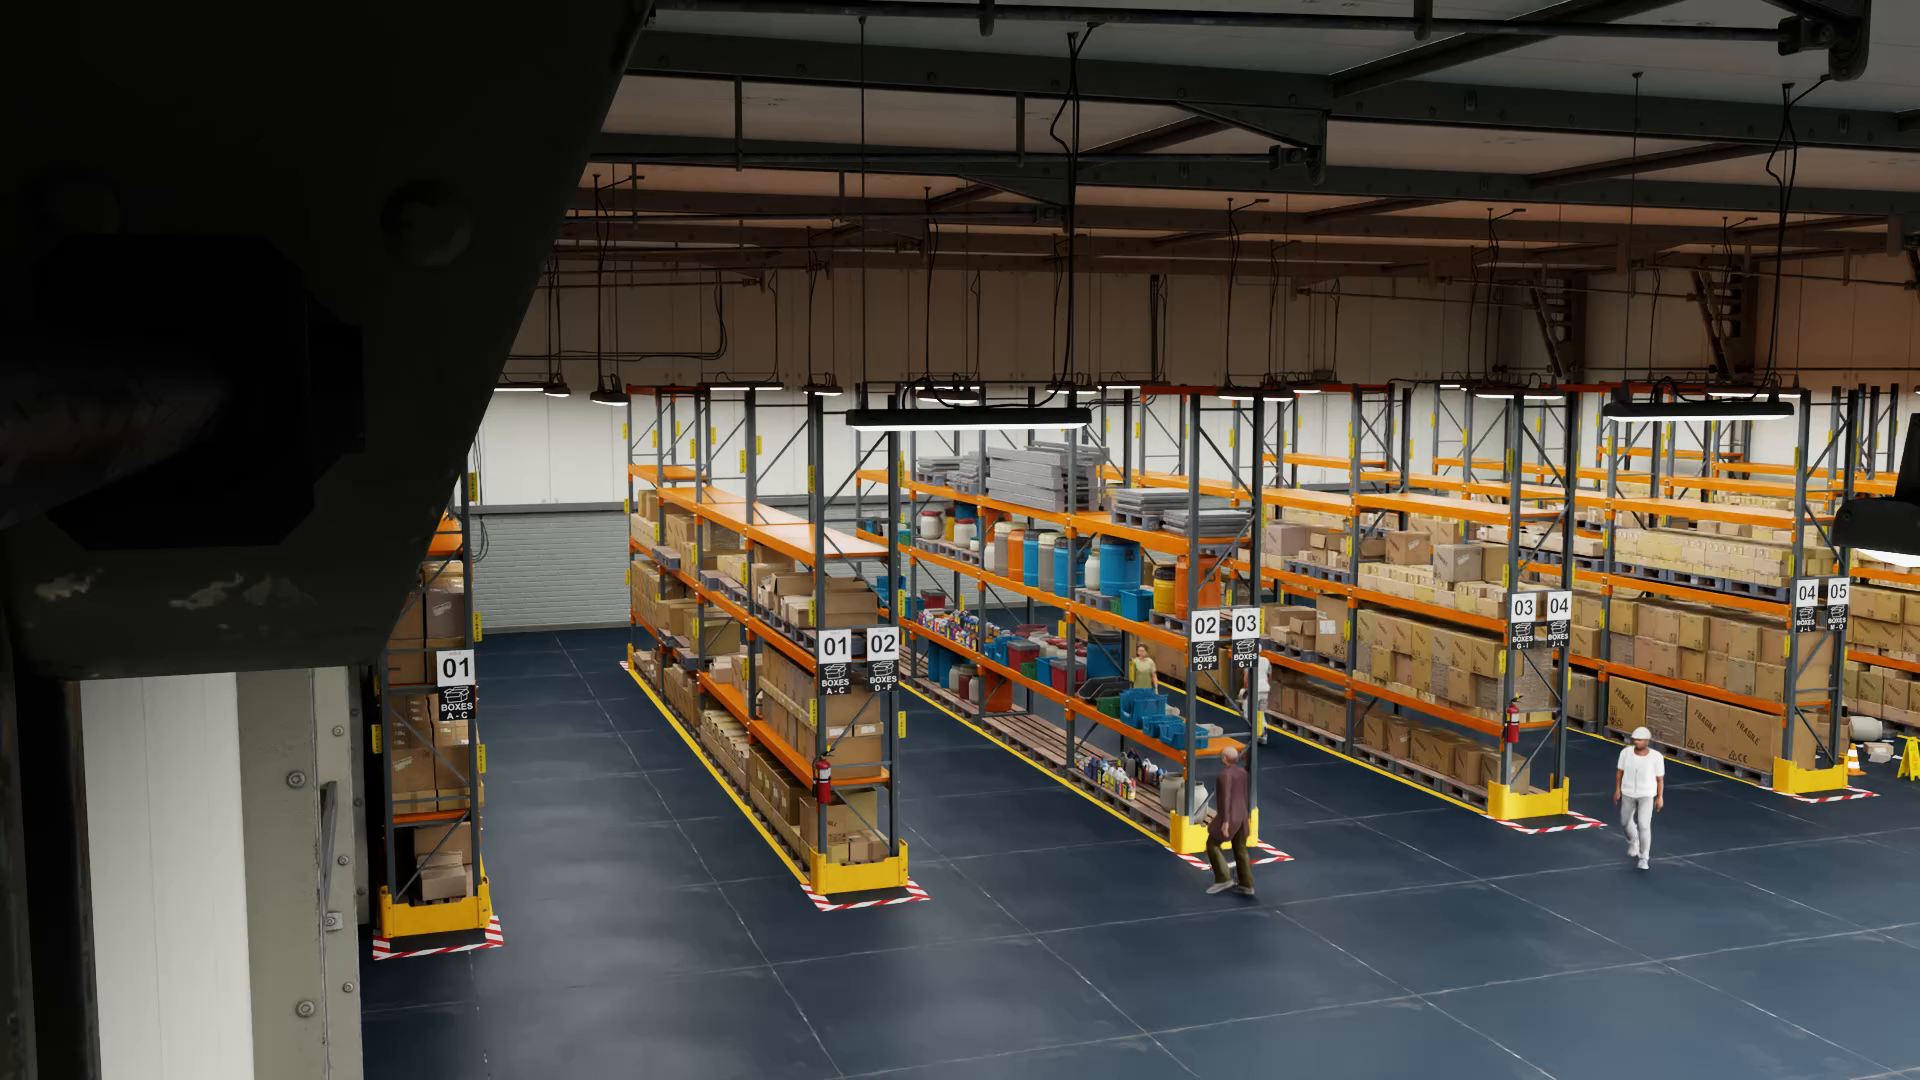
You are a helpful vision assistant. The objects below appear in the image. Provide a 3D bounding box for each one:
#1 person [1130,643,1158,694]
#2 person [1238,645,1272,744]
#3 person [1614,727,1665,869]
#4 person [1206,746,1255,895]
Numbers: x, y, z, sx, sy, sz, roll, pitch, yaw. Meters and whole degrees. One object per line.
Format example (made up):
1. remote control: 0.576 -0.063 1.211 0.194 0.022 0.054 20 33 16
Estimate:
1. person: 3.141 2.582 28.313 0.464 1.622 0.883 -2 6 -15
2. person: 5.041 2.588 28.245 0.656 1.681 0.793 -2 6 -20
3. person: 8.703 3.254 21.290 0.562 1.760 0.746 5 8 38
4. person: 3.300 3.386 20.024 0.582 1.792 0.627 5 8 41
